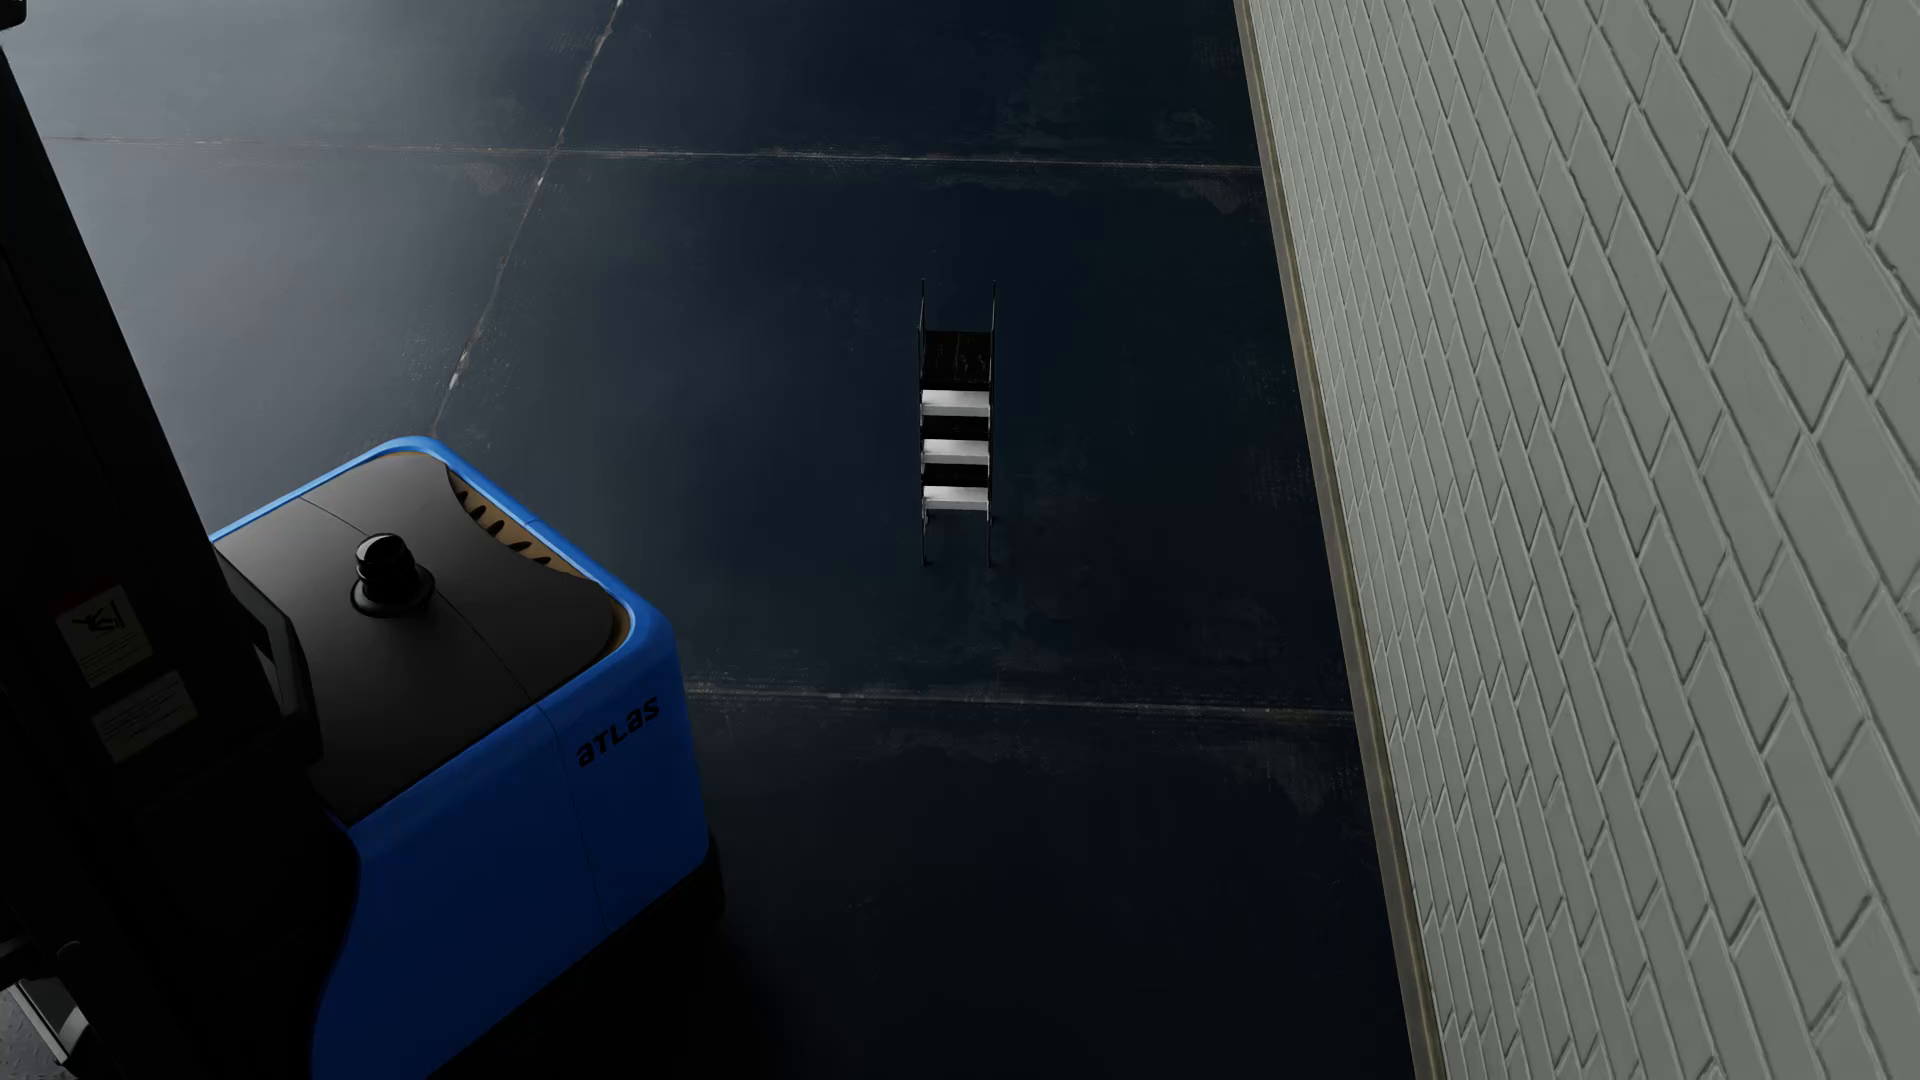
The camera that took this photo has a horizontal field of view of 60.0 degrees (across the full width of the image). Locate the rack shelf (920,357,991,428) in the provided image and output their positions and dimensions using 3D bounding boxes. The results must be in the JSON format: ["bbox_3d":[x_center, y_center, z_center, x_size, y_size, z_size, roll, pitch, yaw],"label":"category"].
[{"bbox_3d":[-0.008,-0.437,4.844,0.200,0.077,0.258,2,43,2],"label":"rack shelf"}]

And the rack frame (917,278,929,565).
[{"bbox_3d":[-0.110,-0.333,4.947,0.006,0.900,0.240,2,43,2],"label":"rack frame"}]

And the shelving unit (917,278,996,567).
[{"bbox_3d":[-0.008,-0.330,4.944,0.210,0.900,0.258,2,43,2],"label":"shelving unit"}]

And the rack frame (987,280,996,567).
[{"bbox_3d":[0.093,-0.326,4.940,0.006,0.900,0.240,2,43,2],"label":"rack frame"}]

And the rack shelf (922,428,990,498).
[{"bbox_3d":[-0.008,-0.239,5.028,0.200,0.077,0.258,2,43,2],"label":"rack shelf"}]

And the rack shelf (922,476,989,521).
[{"bbox_3d":[-0.008,-0.173,5.089,0.200,0.077,0.258,2,43,2],"label":"rack shelf"}]

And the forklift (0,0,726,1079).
[{"bbox_3d":[-1.967,0.393,2.678,1.130,2.935,3.031,33,52,30],"label":"forklift"}]

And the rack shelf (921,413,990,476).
[{"bbox_3d":[-0.008,-0.305,4.966,0.200,0.077,0.258,2,43,2],"label":"rack shelf"}]

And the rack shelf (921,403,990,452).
[{"bbox_3d":[-0.008,-0.371,4.905,0.200,0.077,0.258,2,43,2],"label":"rack shelf"}]

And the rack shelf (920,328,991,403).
[{"bbox_3d":[-0.008,-0.503,4.782,0.200,0.077,0.258,2,43,2],"label":"rack shelf"}]
